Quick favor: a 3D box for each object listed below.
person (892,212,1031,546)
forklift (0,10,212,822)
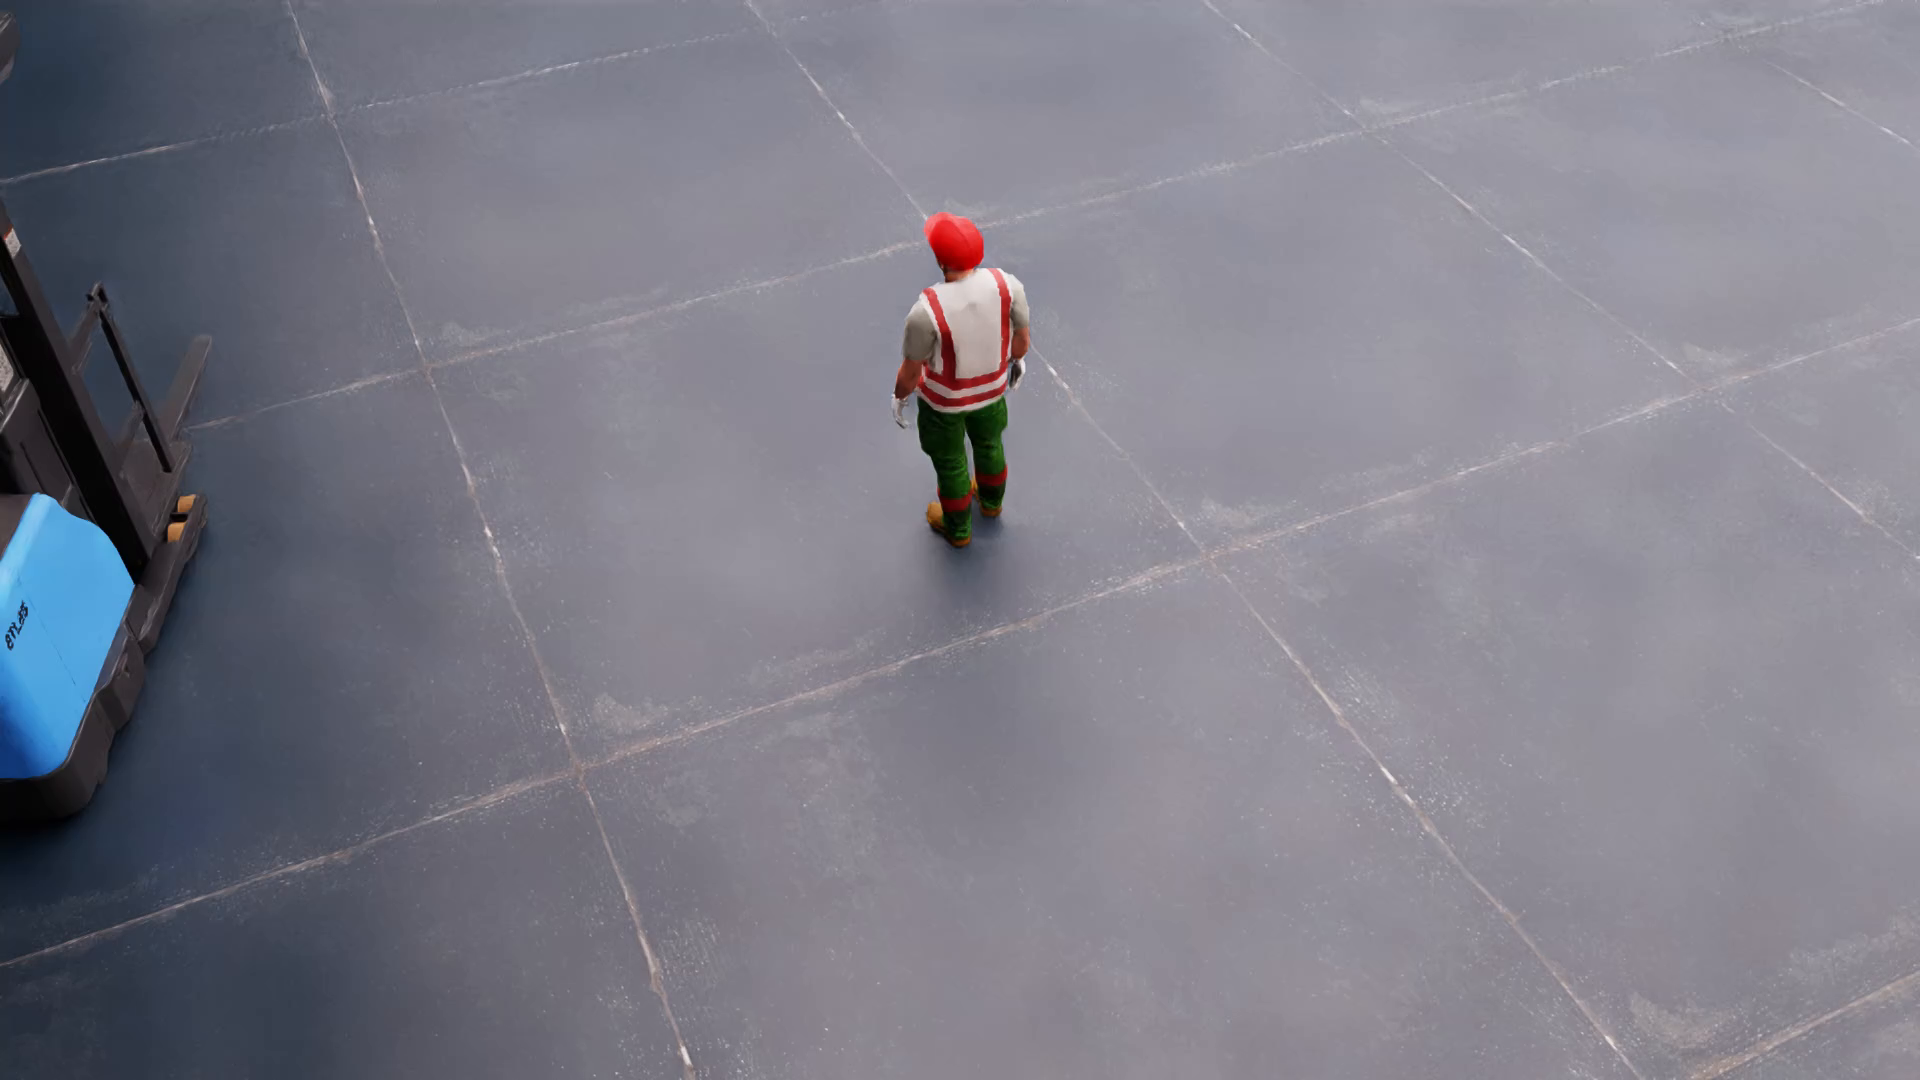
[{"bbox_3d":[-0.024,-0.712,7.270,0.637,1.787,0.563,-18,46,-18],"label":"person"},{"bbox_3d":[-4.103,-0.928,6.675,1.130,2.935,3.031,-3,43,-4],"label":"forklift"}]
